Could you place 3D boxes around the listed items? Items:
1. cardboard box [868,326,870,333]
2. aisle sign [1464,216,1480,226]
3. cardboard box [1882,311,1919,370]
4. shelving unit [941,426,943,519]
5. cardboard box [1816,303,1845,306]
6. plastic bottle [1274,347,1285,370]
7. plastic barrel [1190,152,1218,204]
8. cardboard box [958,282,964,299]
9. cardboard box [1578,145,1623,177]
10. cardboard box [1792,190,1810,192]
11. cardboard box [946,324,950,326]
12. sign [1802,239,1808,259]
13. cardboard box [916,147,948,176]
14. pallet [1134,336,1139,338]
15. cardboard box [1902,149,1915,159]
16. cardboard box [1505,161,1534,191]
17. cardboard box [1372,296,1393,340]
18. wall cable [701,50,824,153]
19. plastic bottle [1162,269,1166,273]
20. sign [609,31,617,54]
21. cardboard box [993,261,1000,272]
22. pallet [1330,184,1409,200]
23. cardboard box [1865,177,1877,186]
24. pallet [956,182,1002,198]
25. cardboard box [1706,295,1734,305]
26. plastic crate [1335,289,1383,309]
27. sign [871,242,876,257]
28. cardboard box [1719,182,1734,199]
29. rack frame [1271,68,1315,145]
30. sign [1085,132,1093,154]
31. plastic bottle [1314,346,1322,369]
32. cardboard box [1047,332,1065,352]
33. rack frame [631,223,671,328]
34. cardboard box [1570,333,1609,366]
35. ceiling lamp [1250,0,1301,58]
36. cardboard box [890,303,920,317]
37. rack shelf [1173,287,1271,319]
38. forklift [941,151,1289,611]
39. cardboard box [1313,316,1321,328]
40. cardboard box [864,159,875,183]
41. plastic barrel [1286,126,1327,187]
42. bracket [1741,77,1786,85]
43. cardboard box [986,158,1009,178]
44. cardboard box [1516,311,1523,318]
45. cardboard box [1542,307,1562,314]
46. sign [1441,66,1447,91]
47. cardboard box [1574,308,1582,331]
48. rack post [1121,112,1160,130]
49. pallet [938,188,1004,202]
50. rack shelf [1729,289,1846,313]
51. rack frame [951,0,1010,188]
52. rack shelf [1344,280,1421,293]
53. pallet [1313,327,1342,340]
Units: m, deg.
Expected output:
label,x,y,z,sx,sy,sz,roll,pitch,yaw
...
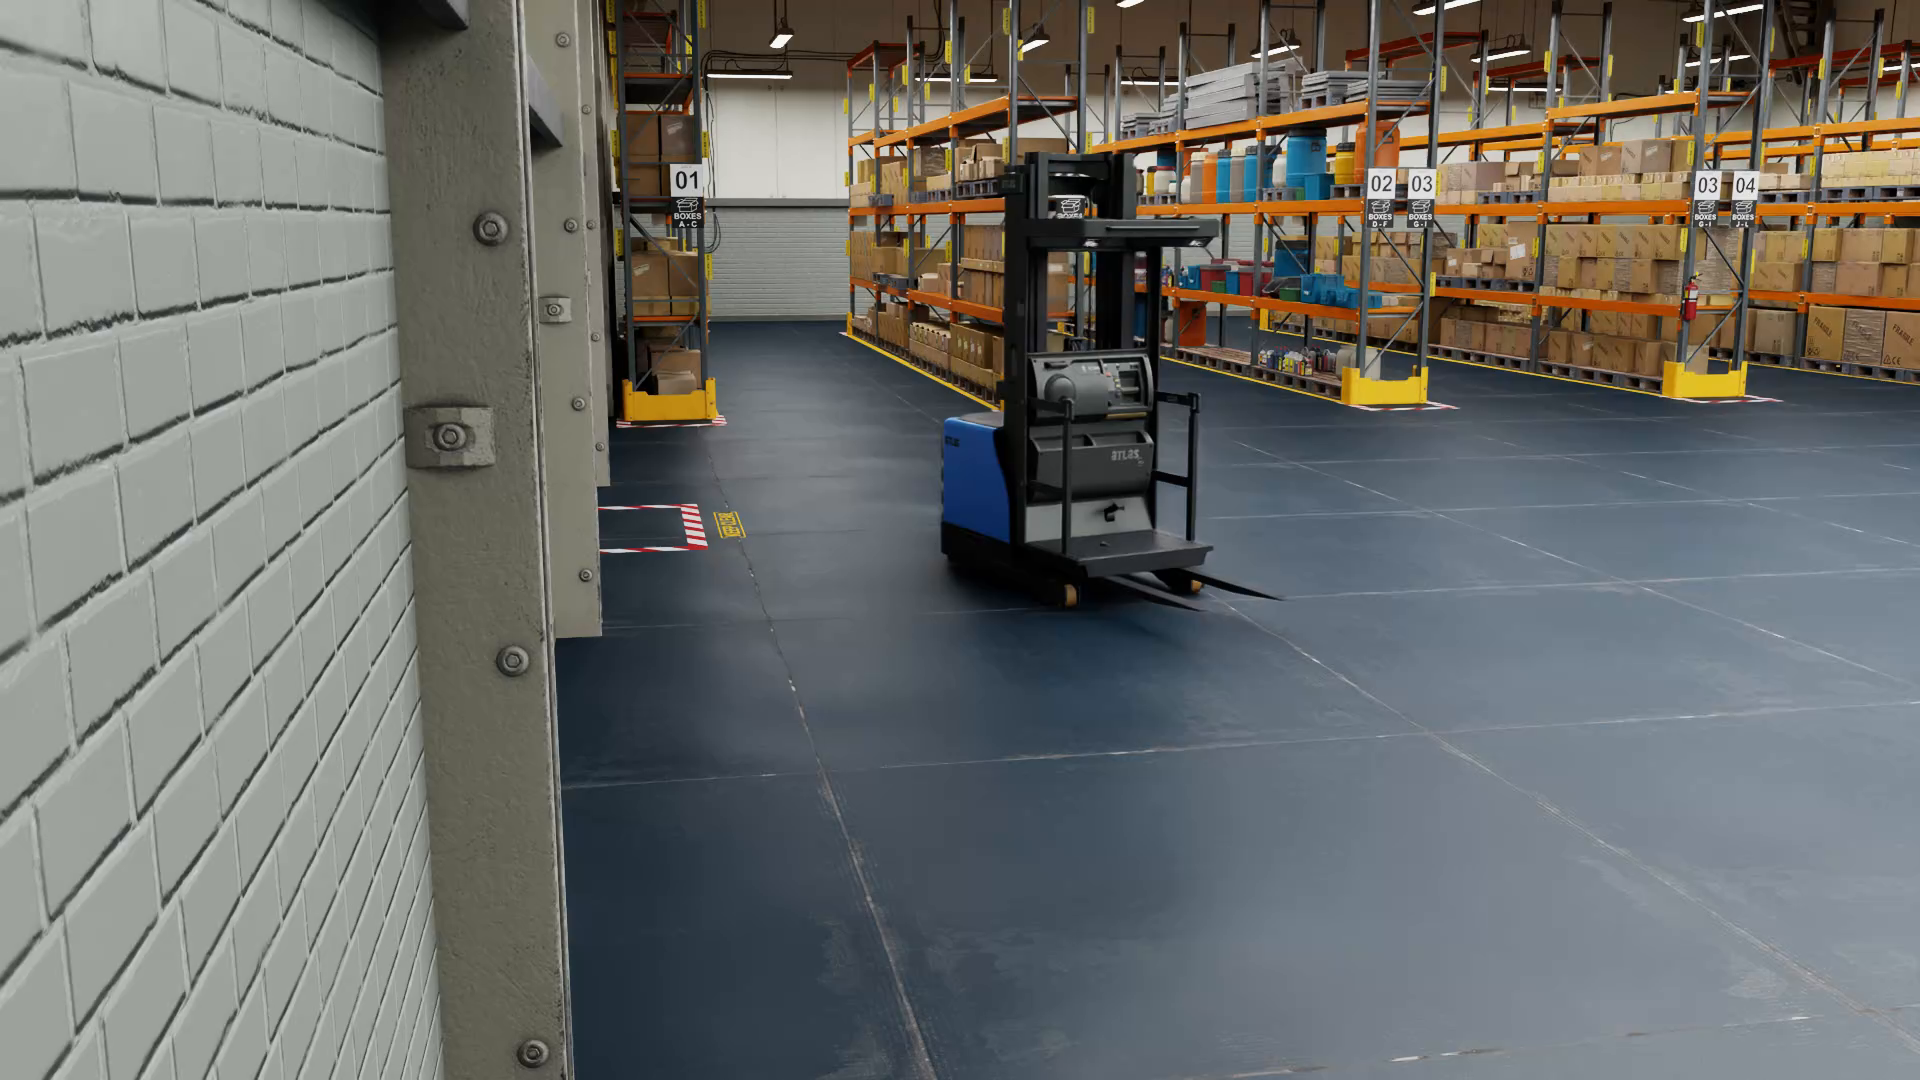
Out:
label,x,y,z,sx,sy,sz,roll,pitch,yaw
cardboard box,-1.718,-4.382,34.644,0.380,0.149,0.250,-2,11,-11
aisle sign,12.319,-7.940,39.938,0.394,0.787,0.004,-2,11,-11
cardboard box,15.369,-3.172,26.398,0.875,0.875,0.875,-2,11,-12
shelving unit,-0.002,-0.444,13.120,0.258,0.900,0.210,-2,11,-11
cardboard box,18.797,-4.848,35.203,0.875,0.875,0.875,-2,11,-10
plastic bottle,5.005,-2.835,25.976,0.144,0.351,0.185,-3,11,-13
plastic barrel,4.387,-6.413,29.502,0.600,0.901,0.600,0,11,0
cardboard box,0.220,-3.953,26.345,0.500,0.250,0.500,-1,11,-7
cardboard box,10.414,-6.139,27.005,0.500,0.500,0.500,-2,11,-13
cardboard box,18.144,-7.446,35.773,0.380,0.166,0.250,-3,11,-15
cardboard box,0.032,-3.621,28.928,0.500,0.311,0.500,-2,11,-12
sign,14.431,-4.968,28.391,0.100,0.325,0.005,-2,11,-11
cardboard box,-0.498,-6.766,29.758,0.500,0.500,0.500,-2,11,-11
pallet,3.771,-4.072,34.026,1.003,0.211,1.213,-2,11,-11
cardboard box,15.044,-6.052,26.100,0.380,0.149,0.250,-2,11,-11
cardboard box,9.898,-6.291,28.805,0.797,0.503,0.637,-2,11,-9
cardboard box,9.019,-4.485,33.298,1.225,0.875,0.875,-2,11,-11
wall cable,-4.930,-11.010,41.771,3.097,2.526,0.112,-2,11,-11
plastic bottle,4.106,-5.294,33.331,0.097,0.271,0.097,0,11,0
sign,-5.043,-7.220,24.140,0.100,0.325,0.005,-2,11,-11
cardboard box,0.675,-3.825,23.267,0.380,0.149,0.250,-2,11,-9
pallet,5.931,-4.920,23.507,1.003,0.211,1.213,-2,11,-11
cardboard box,14.898,-5.799,26.903,0.380,0.149,0.250,-2,11,-12
pallet,0.550,-5.213,24.776,1.003,0.211,1.213,-2,11,-11
cardboard box,11.033,-3.502,24.244,0.380,0.149,0.250,-2,11,-11
plastic crate,5.605,-3.392,23.393,0.499,0.251,0.616,-2,11,-11
sign,-1.728,-5.810,33.382,0.100,0.325,0.005,-2,11,-11
cardboard box,11.014,-5.062,24.147,0.500,0.250,0.500,-2,11,-9
rack frame,7.743,-9.446,38.757,1.000,3.000,0.127,-2,11,-11
sign,1.682,-5.165,21.741,0.100,0.325,0.005,-2,11,-11
plastic bottle,5.663,-2.890,26.264,0.144,0.351,0.185,-3,11,-14
cardboard box,1.151,-2.627,23.199,0.500,0.500,0.500,-2,11,-11
rack frame,-6.834,-5.958,36.478,1.000,3.000,0.127,-2,11,-11
cardboard box,10.234,-3.097,27.005,0.500,0.500,0.500,1,11,7
ceiling lamp,6.570,-11.348,33.141,0.800,3.185,2.000,-2,11,-11
cardboard box,-1.050,-4.389,31.737,0.500,0.250,0.500,-2,11,-12
rack shelf,4.829,-4.131,28.802,1.077,0.370,4.000,-2,11,-11
forklift,1.000,-1.085,11.056,1.130,2.935,3.031,-6,12,-28
cardboard box,8.296,-5.217,37.141,0.875,0.875,0.875,-2,11,-11
cardboard box,-1.637,-7.782,35.094,0.700,0.500,0.500,-2,11,-11
plastic barrel,5.307,-5.857,25.462,0.600,0.901,0.708,-2,11,-11
bracket,21.719,-12.859,47.060,0.076,0.066,5.218,-2,11,-11
cardboard box,0.654,-5.081,22.751,0.500,0.250,0.500,-2,11,-11
cardboard box,12.877,-5.118,37.771,0.380,0.149,0.250,-2,11,-10
cardboard box,13.081,-5.081,36.778,0.380,0.149,0.250,-2,11,-9
sign,6.536,-6.248,22.513,0.100,0.325,0.005,-2,11,-11
cardboard box,13.394,-4.663,35.236,0.500,0.500,0.500,-2,11,-8
rack post,3.795,-8.339,33.145,0.937,0.300,0.954,-2,11,-12
pallet,0.174,-5.479,26.450,0.805,0.209,1.217,-3,11,-13
rack shelf,14.572,-4.473,30.599,1.077,0.370,4.000,-2,11,-11
rack frame,0.359,-6.885,25.304,1.000,3.000,0.127,-2,11,-11
rack shelf,8.909,-5.045,33.603,1.077,0.370,4.000,-2,11,-11
pallet,8.449,-4.537,36.472,1.003,0.211,1.213,-2,11,-11
